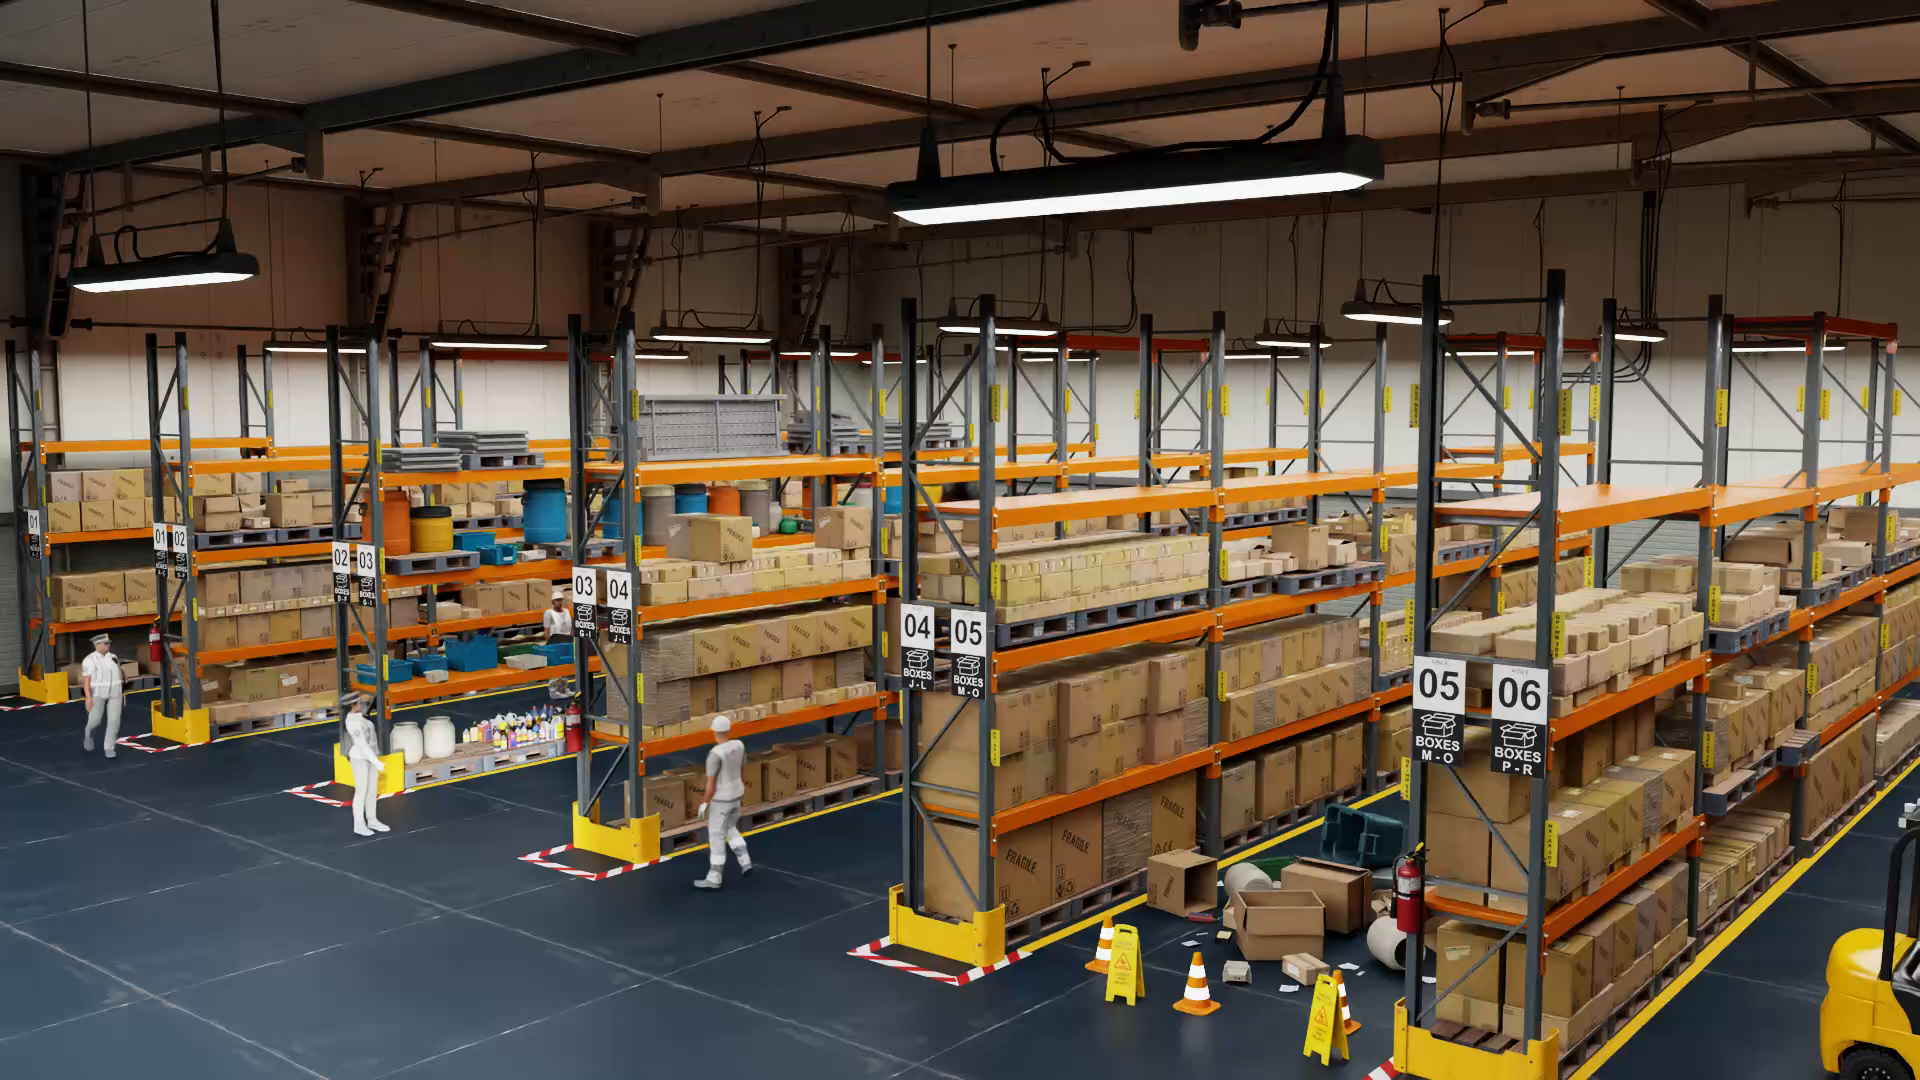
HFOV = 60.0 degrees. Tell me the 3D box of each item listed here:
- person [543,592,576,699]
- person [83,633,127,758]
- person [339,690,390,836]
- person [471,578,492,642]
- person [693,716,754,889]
[{"bbox_3d":[-6.735,1.758,27.982,0.433,1.786,0.571,2,5,19],"label":"person"},{"bbox_3d":[-12.079,2.175,23.482,0.574,1.732,0.655,-4,7,-39],"label":"person"},{"bbox_3d":[-6.928,2.591,19.397,0.564,1.690,0.511,1,5,8],"label":"person"},{"bbox_3d":[-9.423,1.398,32.819,0.661,1.633,0.469,1,5,14],"label":"person"},{"bbox_3d":[-2.457,2.707,17.331,0.518,1.788,0.622,2,6,24],"label":"person"}]
